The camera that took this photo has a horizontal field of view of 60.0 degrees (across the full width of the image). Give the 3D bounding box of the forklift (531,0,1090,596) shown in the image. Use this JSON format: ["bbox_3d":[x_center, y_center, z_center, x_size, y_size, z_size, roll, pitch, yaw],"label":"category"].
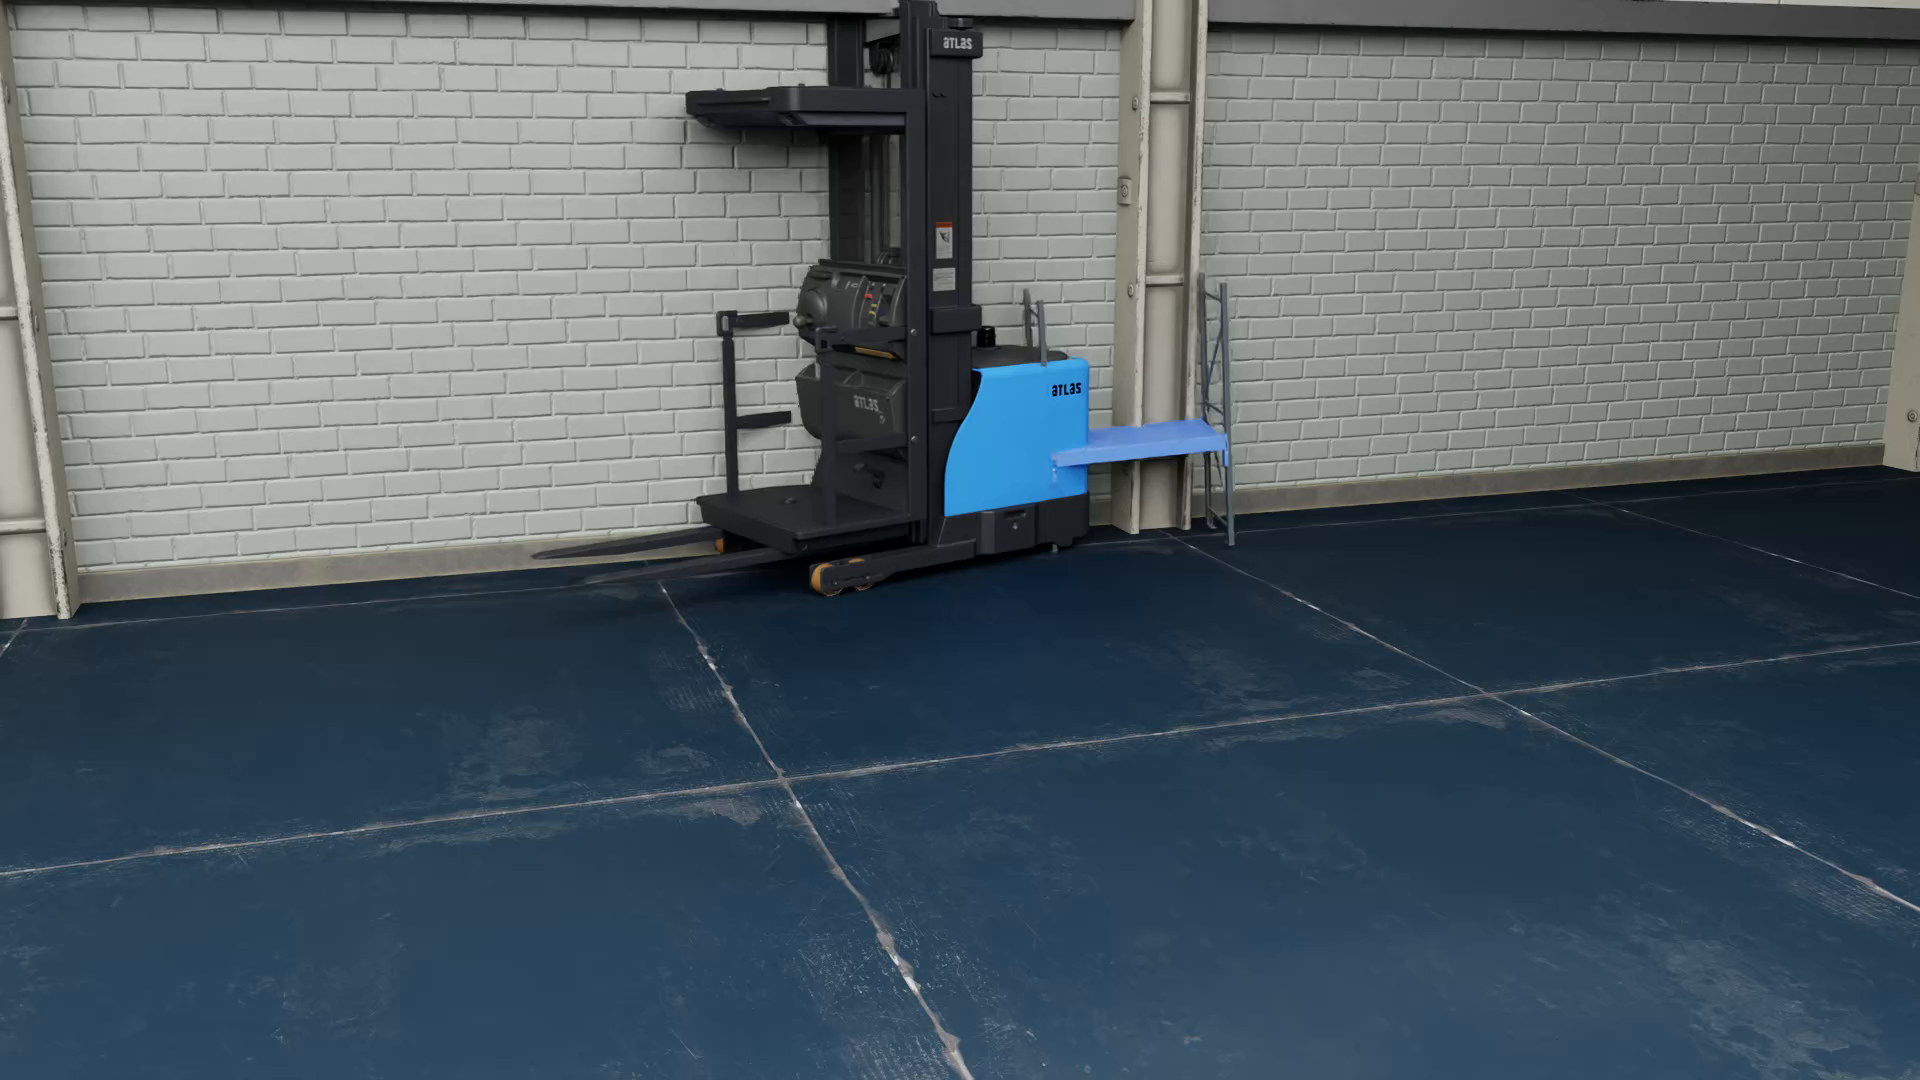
[{"bbox_3d":[-0.744,-1.278,8.684,3.031,2.935,1.130,-10,17,-36],"label":"forklift"}]

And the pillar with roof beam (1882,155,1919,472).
[{"bbox_3d":[8.204,-3.960,6.847,0.400,9.000,9.100,-4,14,-18],"label":"pillar with roof beam"}]

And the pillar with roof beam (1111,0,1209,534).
[{"bbox_3d":[2.517,-3.518,4.985,0.400,9.000,9.100,-4,14,-18],"label":"pillar with roof beam"}]

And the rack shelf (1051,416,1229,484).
[{"bbox_3d":[0.973,-0.521,9.496,1.000,0.185,0.538,-6,16,-6],"label":"rack shelf"}]

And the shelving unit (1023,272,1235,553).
[{"bbox_3d":[0.960,-0.693,9.446,1.048,1.500,0.538,-6,16,-6],"label":"shelving unit"}]

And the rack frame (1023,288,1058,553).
[{"bbox_3d":[0.457,-0.640,9.394,0.032,1.500,0.500,-6,16,-6],"label":"rack frame"}]

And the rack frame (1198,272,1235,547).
[{"bbox_3d":[1.463,-0.747,9.498,0.032,1.500,0.500,-6,16,-6],"label":"rack frame"}]

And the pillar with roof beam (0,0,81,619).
[{"bbox_3d":[-3.170,-3.075,3.123,0.400,9.000,9.100,-4,14,-18],"label":"pillar with roof beam"}]
